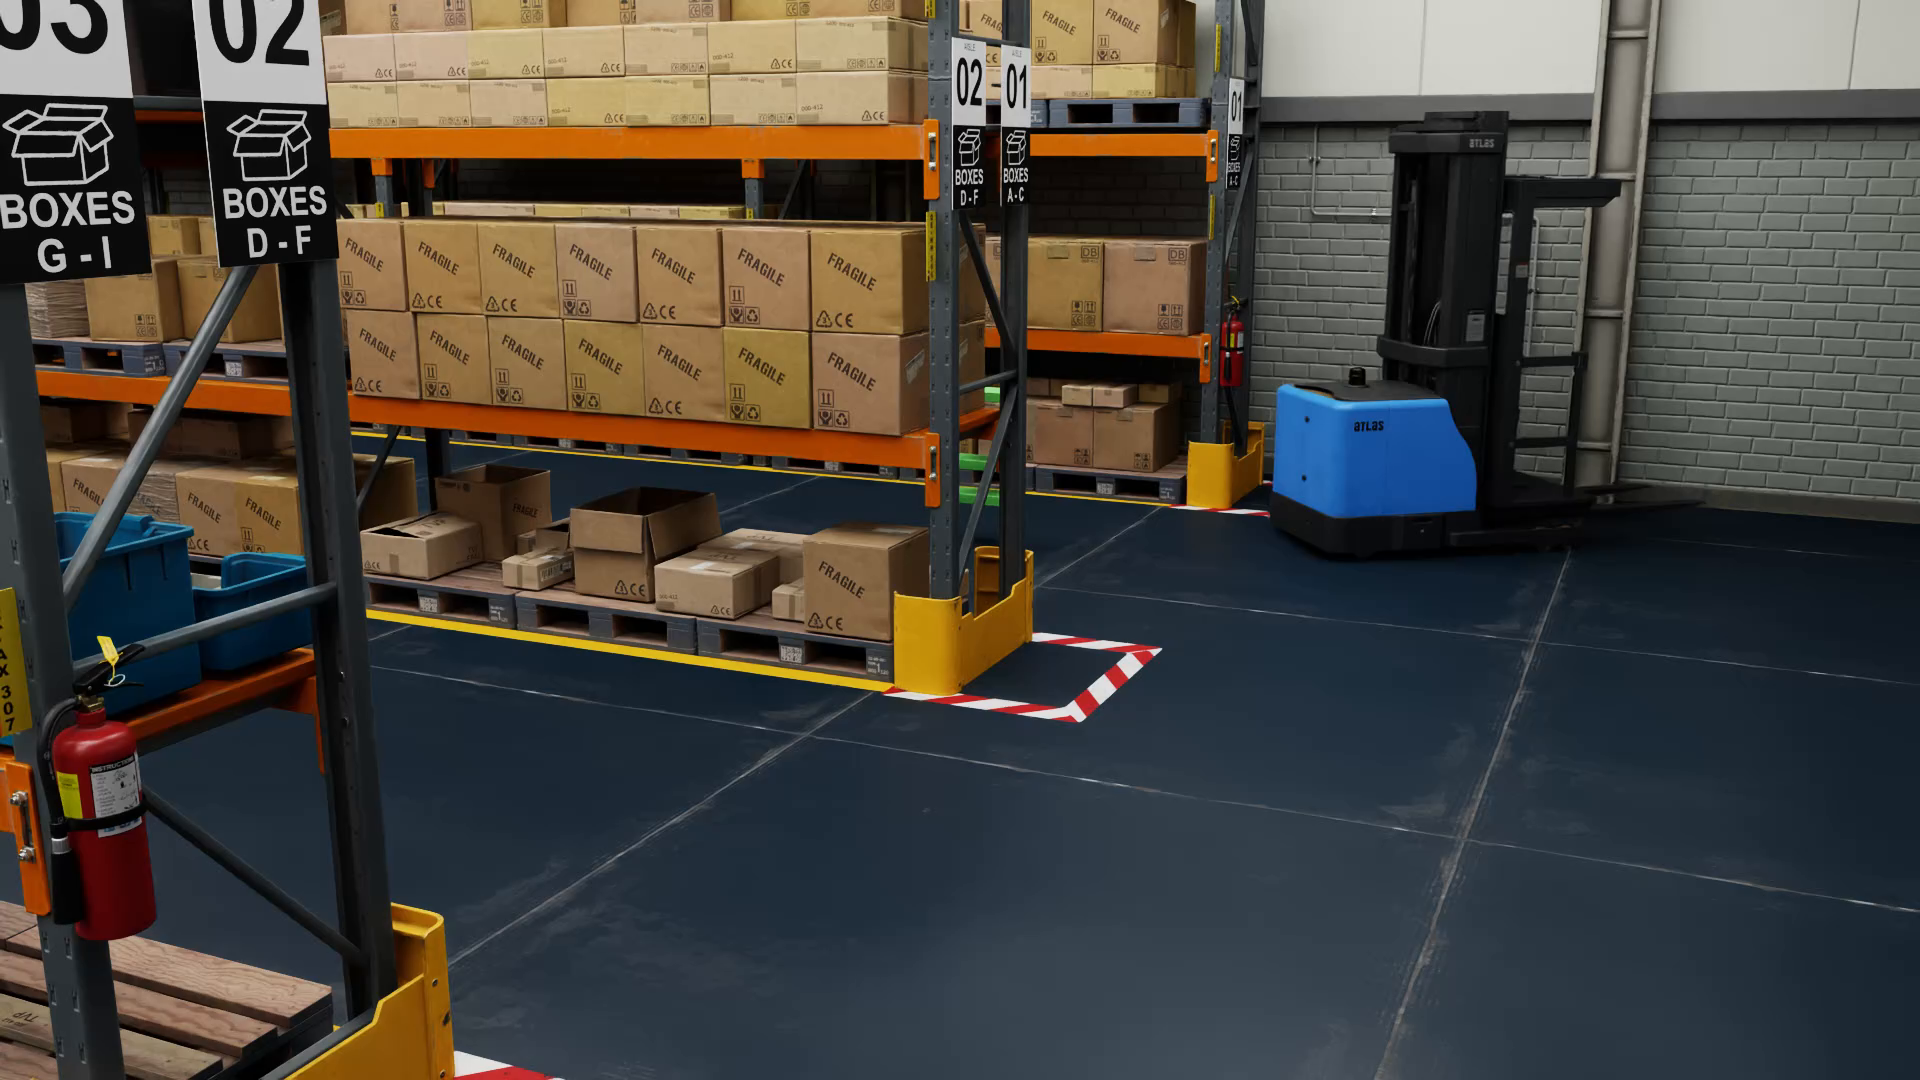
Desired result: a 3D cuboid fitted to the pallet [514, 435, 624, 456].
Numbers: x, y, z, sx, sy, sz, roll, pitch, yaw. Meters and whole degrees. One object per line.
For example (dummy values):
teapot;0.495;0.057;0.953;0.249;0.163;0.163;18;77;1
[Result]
pallet;-3.404;-1.014;15.613;1.213;0.211;1.003;6;14;23

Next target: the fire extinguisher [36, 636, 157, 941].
fire extinguisher;-1.950;0.564;3.769;0.183;0.674;0.296;6;14;23

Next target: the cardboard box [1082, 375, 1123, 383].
cardboard box;1.160;-1.257;13.678;0.250;0.149;0.380;6;14;23

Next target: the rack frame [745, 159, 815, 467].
rack frame;-1.548;-2.203;14.577;0.127;3.000;1.000;6;14;23

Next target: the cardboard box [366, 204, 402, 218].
cardboard box;-5.533;-3.177;16.128;0.250;0.149;0.380;4;14;16

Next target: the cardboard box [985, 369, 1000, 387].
cardboard box;0.233;-1.351;14.078;0.250;0.149;0.380;6;14;22

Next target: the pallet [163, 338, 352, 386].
pallet;-4.238;-1.171;10.601;1.213;0.211;1.003;6;14;23

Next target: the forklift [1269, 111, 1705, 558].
forklift;3.798;-1.466;11.586;3.031;2.935;1.130;-3;14;-14

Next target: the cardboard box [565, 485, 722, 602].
cardboard box;-1.831;0.006;9.665;0.637;0.503;0.797;6;14;23

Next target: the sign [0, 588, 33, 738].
sign;-2.112;0.273;3.667;0.005;0.325;0.100;6;14;23

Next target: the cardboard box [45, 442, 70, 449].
cardboard box;-6.427;-0.386;11.344;0.500;0.500;0.500;5;14;21

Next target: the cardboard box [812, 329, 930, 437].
cardboard box;-0.414;-0.831;8.512;0.500;0.500;0.500;6;15;25

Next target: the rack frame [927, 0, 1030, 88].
rack frame;0.106;-3.719;7.904;0.127;3.000;1.000;6;14;23

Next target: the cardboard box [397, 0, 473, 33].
cardboard box;-2.691;-3.051;9.217;0.500;0.500;0.700;6;14;23

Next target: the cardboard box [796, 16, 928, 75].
cardboard box;-0.467;-2.423;8.182;0.500;0.250;0.500;6;14;23

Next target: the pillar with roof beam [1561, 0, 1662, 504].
pillar with roof beam;3.184;-3.785;8.188;0.400;9.000;9.100;6;14;23

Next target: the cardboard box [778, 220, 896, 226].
cardboard box;-0.674;-1.476;9.072;0.500;0.500;0.500;6;14;24

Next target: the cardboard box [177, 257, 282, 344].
cardboard box;-4.548;-1.562;10.708;0.500;0.500;0.700;8;16;32

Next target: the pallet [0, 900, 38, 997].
pallet;-3.754;1.396;5.342;1.213;0.211;1.003;6;14;23

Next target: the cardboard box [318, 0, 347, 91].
cardboard box;-3.982;-2.992;10.017;0.600;0.600;0.600;4;14;18

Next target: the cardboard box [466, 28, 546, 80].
cardboard box;-2.297;-2.607;8.968;0.500;0.250;0.500;6;14;23

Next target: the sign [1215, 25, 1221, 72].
sign;1.876;-3.574;12.088;0.005;0.325;0.100;6;14;23

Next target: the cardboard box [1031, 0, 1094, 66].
cardboard box;0.876;-3.898;12.782;0.500;0.500;0.500;6;15;25

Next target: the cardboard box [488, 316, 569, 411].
cardboard box;-2.270;-1.019;9.313;0.500;0.500;0.500;6;14;23

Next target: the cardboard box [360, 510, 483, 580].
cardboard box;-3.255;0.011;10.065;0.500;0.311;0.500;6;14;23

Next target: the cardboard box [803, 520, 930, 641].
cardboard box;-0.491;0.206;8.819;0.500;0.500;0.500;6;14;23

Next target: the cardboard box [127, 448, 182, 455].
cardboard box;-5.303;-0.403;11.413;0.500;0.500;0.500;5;14;21

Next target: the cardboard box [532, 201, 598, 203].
cardboard box;-3.746;-3.057;15.661;0.500;0.250;0.500;5;14;22

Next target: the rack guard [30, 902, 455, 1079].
rack guard;-1.877;1.453;4.469;0.348;0.500;1.175;6;14;23

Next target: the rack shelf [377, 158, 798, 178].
rack shelf;-3.377;-3.498;15.105;4.000;0.370;1.077;6;14;23

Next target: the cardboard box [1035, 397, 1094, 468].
cardboard box;0.971;-0.911;13.622;0.500;0.500;0.700;6;14;23

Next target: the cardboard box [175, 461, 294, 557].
cardboard box;-4.567;-0.199;10.544;0.500;0.500;0.500;6;14;23

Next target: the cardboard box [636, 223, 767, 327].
cardboard box;-1.351;-1.411;8.793;0.500;0.500;0.500;6;15;25

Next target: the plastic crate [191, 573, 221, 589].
plastic crate;-2.256;0.197;4.795;0.298;0.136;0.250;6;14;23

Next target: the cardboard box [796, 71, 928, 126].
cardboard box;-0.471;-2.178;8.231;0.500;0.250;0.500;6;14;23

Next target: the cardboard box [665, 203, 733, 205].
cardboard box;-2.344;-2.915;15.057;0.500;0.250;0.500;6;14;24

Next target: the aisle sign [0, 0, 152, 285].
aisle sign;-1.957;-0.961;3.595;0.004;0.787;0.394;6;14;23

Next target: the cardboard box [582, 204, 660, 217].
cardboard box;-3.009;-2.858;14.812;0.500;0.250;0.500;6;15;24

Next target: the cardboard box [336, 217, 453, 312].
cardboard box;-3.234;-1.601;9.604;0.500;0.500;0.500;6;15;25

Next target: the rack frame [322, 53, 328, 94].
rack frame;-3.551;-4.089;9.481;0.127;3.000;1.000;6;14;23

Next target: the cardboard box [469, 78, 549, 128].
cardboard box;-2.295;-2.365;9.030;0.500;0.250;0.500;6;14;23

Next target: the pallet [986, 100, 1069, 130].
pallet;0.307;-3.429;13.430;1.213;0.211;1.003;6;14;23

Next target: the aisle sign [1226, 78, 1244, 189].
aisle sign;2.053;-3.029;12.407;0.004;0.787;0.394;6;14;23

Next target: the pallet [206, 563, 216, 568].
pallet;-5.430;0.010;11.252;1.213;0.211;1.003;6;14;23

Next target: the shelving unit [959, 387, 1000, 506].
shelving unit;0.151;-0.569;11.553;0.503;1.200;0.258;6;14;23

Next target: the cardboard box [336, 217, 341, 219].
cardboard box;-6.161;-2.923;16.466;0.500;0.500;0.700;4;14;18

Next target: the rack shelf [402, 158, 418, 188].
rack shelf;-5.380;-2.463;10.695;4.000;0.370;1.077;6;14;23

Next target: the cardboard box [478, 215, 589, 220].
cardboard box;-2.515;-1.664;9.872;0.500;0.500;0.500;5;14;22

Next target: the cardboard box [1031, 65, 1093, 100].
cardboard box;0.856;-3.534;12.872;0.500;0.250;0.500;5;14;21

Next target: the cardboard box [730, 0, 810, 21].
cardboard box;-0.793;-2.902;8.581;0.500;0.500;0.700;6;14;23
